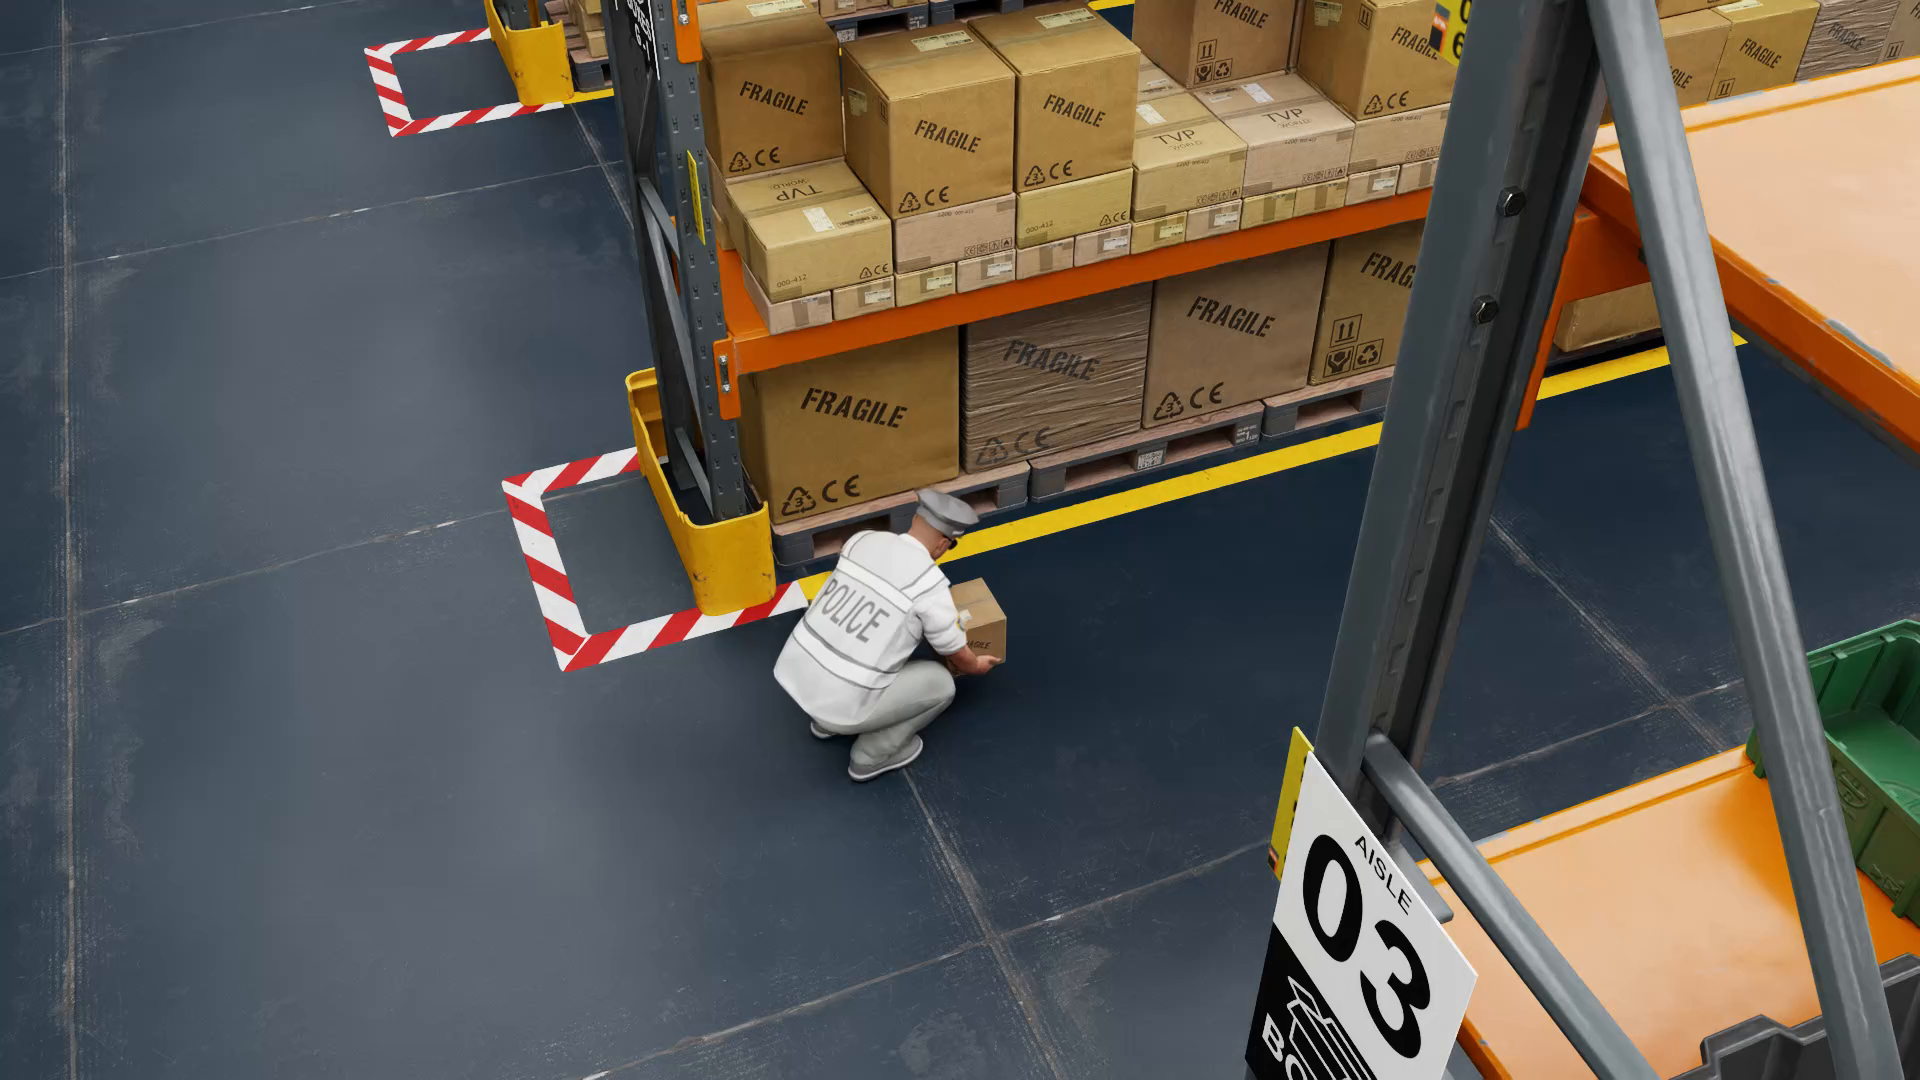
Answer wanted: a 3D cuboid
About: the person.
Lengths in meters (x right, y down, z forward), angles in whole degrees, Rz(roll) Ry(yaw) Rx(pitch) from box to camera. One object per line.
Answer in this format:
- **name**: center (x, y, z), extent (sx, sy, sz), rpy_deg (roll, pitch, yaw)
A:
- **person**: center (-0.269, 0.353, 6.328), extent (0.926, 1.004, 0.562), rpy_deg (-27, 48, -27)
